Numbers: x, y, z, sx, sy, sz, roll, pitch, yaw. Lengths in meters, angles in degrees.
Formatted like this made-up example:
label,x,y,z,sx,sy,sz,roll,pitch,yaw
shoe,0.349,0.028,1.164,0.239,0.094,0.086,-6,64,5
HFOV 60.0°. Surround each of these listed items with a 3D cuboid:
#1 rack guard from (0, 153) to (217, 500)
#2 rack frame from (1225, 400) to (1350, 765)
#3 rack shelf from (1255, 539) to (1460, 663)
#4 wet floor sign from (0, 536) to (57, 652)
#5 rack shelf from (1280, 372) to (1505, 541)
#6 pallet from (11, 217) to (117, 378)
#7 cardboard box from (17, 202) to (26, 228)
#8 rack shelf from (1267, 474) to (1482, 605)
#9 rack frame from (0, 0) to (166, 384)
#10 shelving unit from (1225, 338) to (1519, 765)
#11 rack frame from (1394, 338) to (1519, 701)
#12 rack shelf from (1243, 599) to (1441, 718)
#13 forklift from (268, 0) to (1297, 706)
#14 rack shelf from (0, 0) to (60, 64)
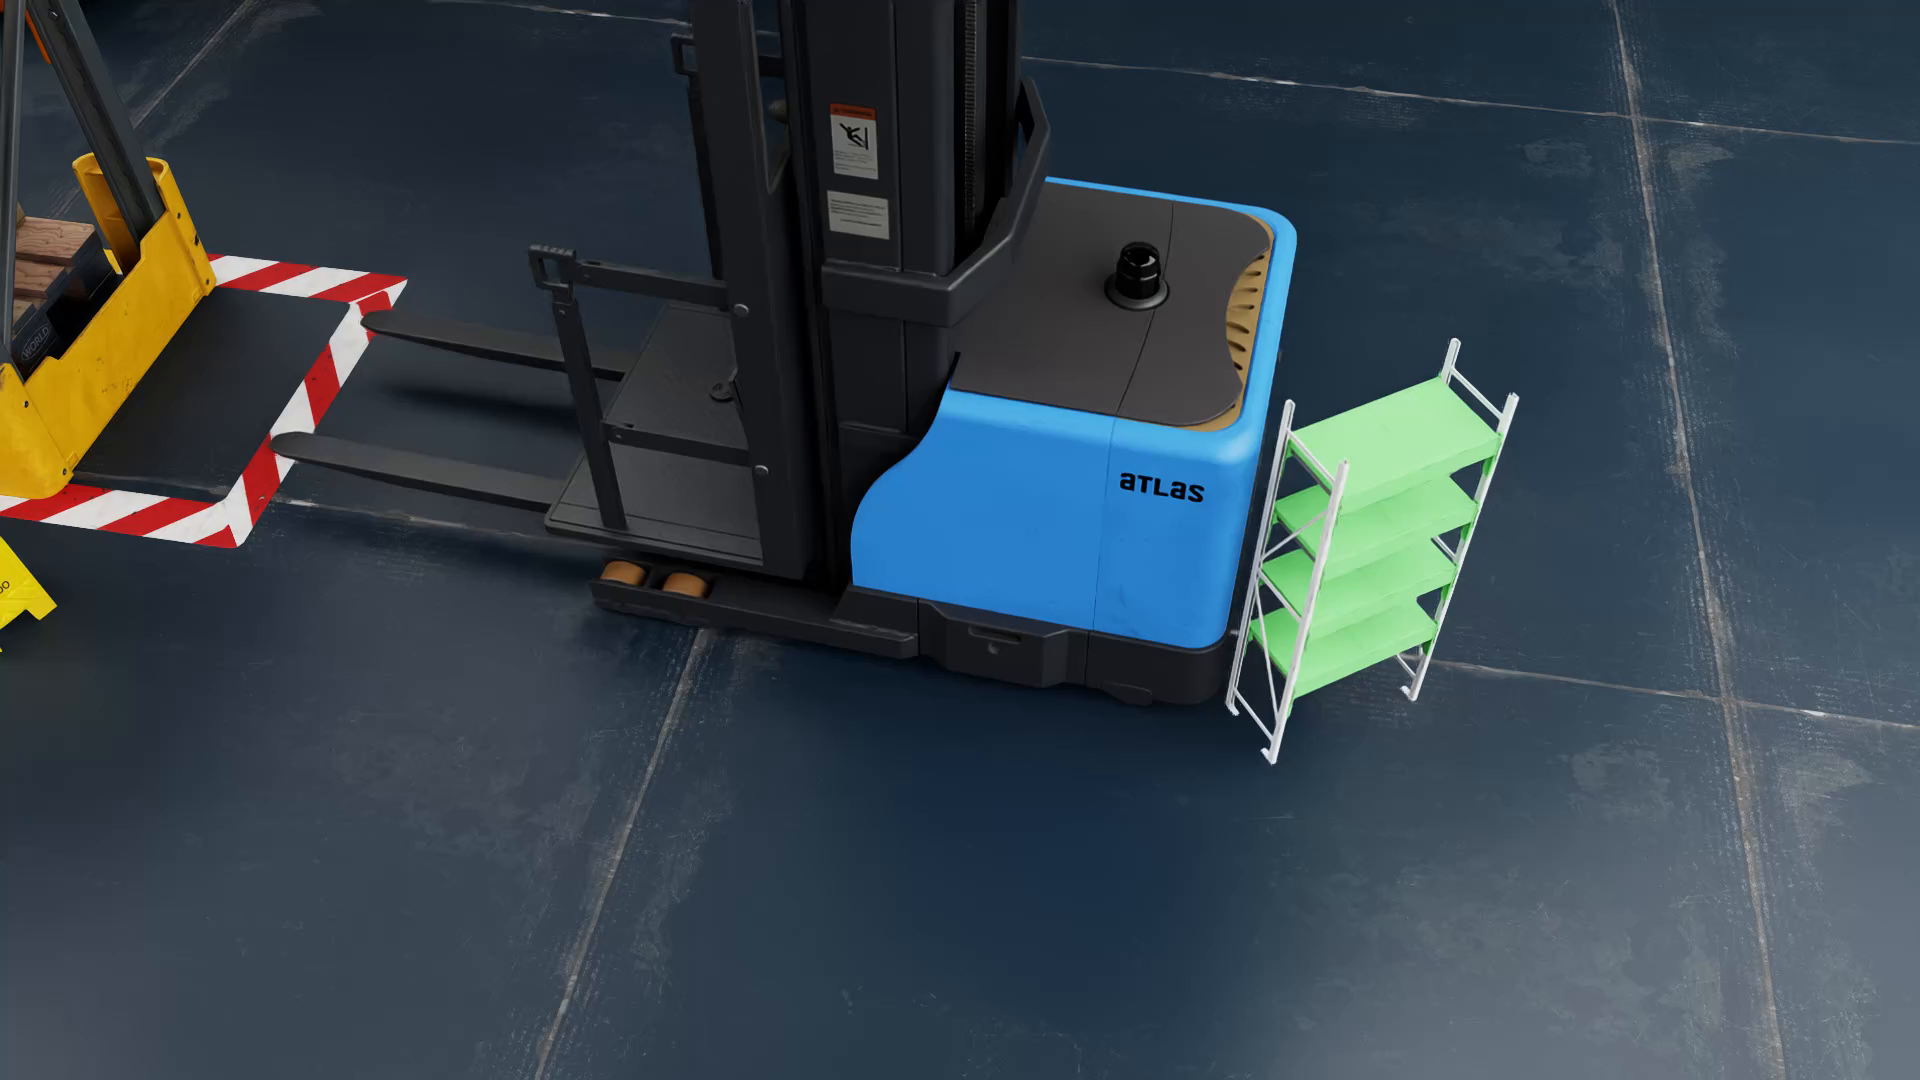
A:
label,x,y,z,sx,sy,sz,roll,pitch,yaw
rack guard,-2.989,-0.741,5.580,0.348,0.500,1.175,8,49,7
rack frame,0.829,0.150,4.309,0.015,1.200,0.240,-21,51,-18
rack shelf,1.047,0.111,4.430,0.480,0.148,0.258,-21,51,-18
wet floor sign,-2.918,0.029,4.790,0.232,0.644,0.267,23,52,20
rack shelf,1.047,-0.210,4.073,0.480,0.148,0.258,-21,51,-18
pallet,-3.783,-0.778,5.807,1.213,0.211,1.003,8,49,7
cardboard box,-3.659,-1.097,5.785,0.500,0.250,0.500,7,48,7
rack shelf,1.047,-0.050,4.251,0.480,0.148,0.258,-21,51,-18
rack frame,-2.915,-1.566,4.641,0.127,3.000,1.000,8,49,7
shelving unit,1.047,0.068,4.382,0.503,1.200,0.258,-21,51,-18
rack frame,1.265,-0.014,4.456,0.015,1.200,0.240,-21,51,-18
rack shelf,1.047,0.271,4.608,0.480,0.148,0.258,-21,51,-18
forklift,-0.622,-1.094,4.262,3.031,2.935,1.130,10,49,9
rack shelf,-4.883,-1.590,5.146,4.000,0.370,1.077,8,49,7
